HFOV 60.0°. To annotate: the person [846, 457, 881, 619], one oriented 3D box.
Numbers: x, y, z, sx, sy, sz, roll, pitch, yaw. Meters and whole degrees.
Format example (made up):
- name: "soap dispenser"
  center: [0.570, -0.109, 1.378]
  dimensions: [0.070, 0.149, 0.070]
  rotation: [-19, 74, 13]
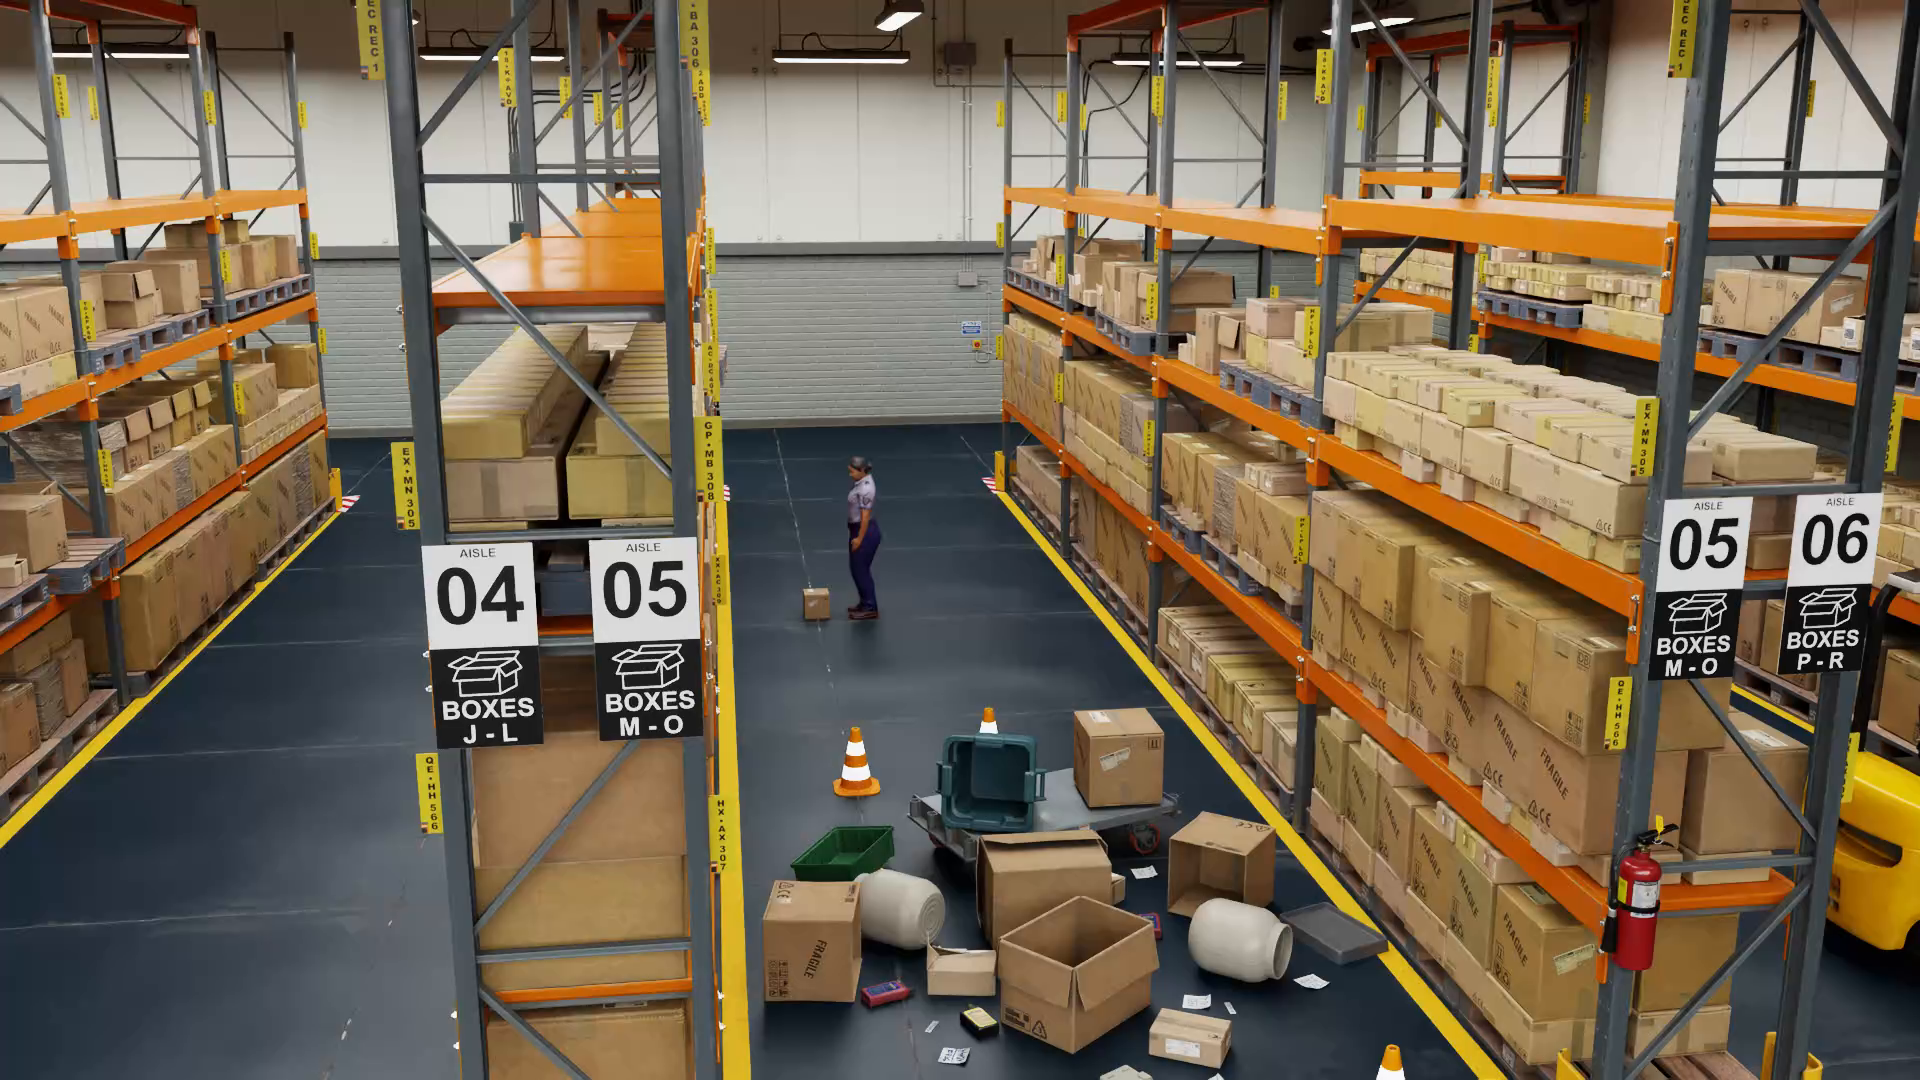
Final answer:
- name: "person"
  center: [-0.968, -0.032, 16.706]
  dimensions: [0.342, 1.640, 0.477]
  rotation: [-2, 13, -7]
